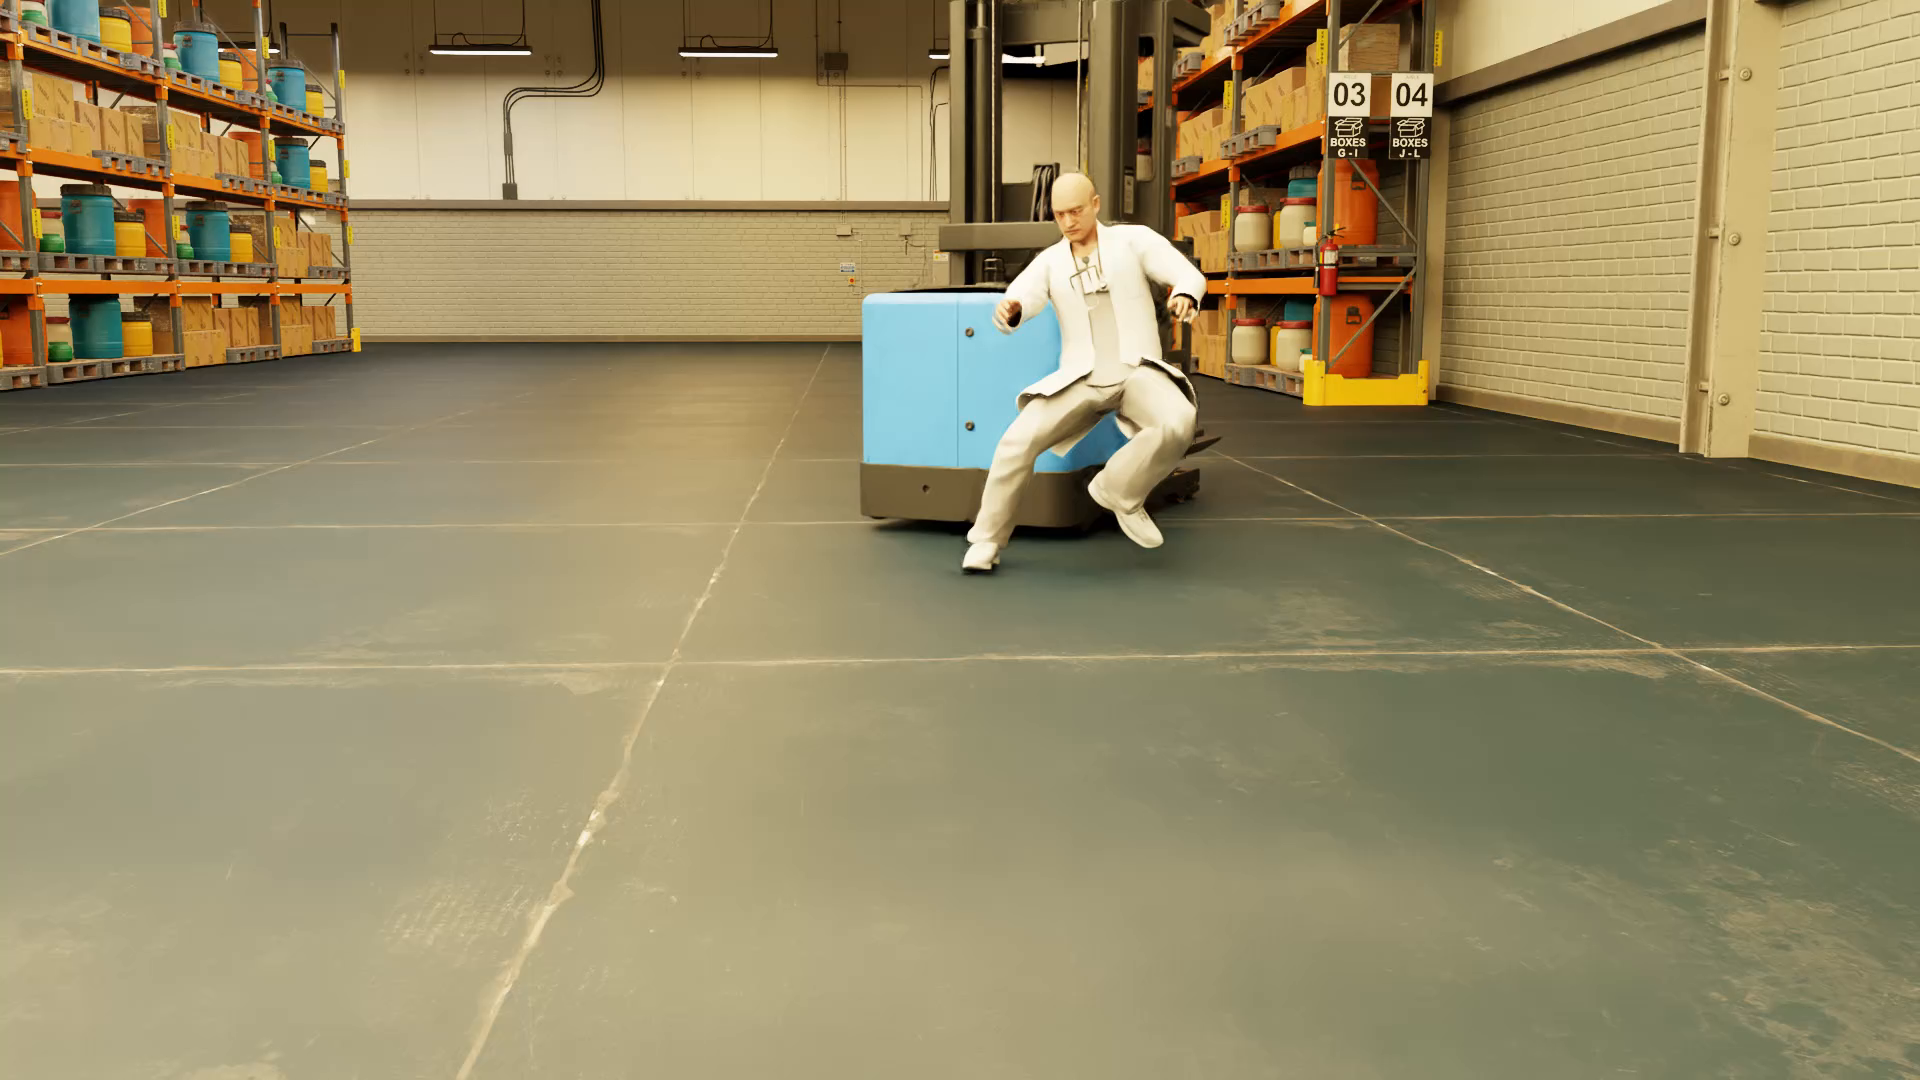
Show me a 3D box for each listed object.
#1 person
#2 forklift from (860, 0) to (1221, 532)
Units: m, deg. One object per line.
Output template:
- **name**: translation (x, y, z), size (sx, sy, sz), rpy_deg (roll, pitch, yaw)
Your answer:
- **person**: translation (0.468, -0.638, 6.375), size (0.898, 1.533, 0.825), rpy_deg (2, 9, 13)
- **forklift**: translation (0.619, -1.662, 8.522), size (1.130, 2.935, 3.031), rpy_deg (4, 9, 24)
